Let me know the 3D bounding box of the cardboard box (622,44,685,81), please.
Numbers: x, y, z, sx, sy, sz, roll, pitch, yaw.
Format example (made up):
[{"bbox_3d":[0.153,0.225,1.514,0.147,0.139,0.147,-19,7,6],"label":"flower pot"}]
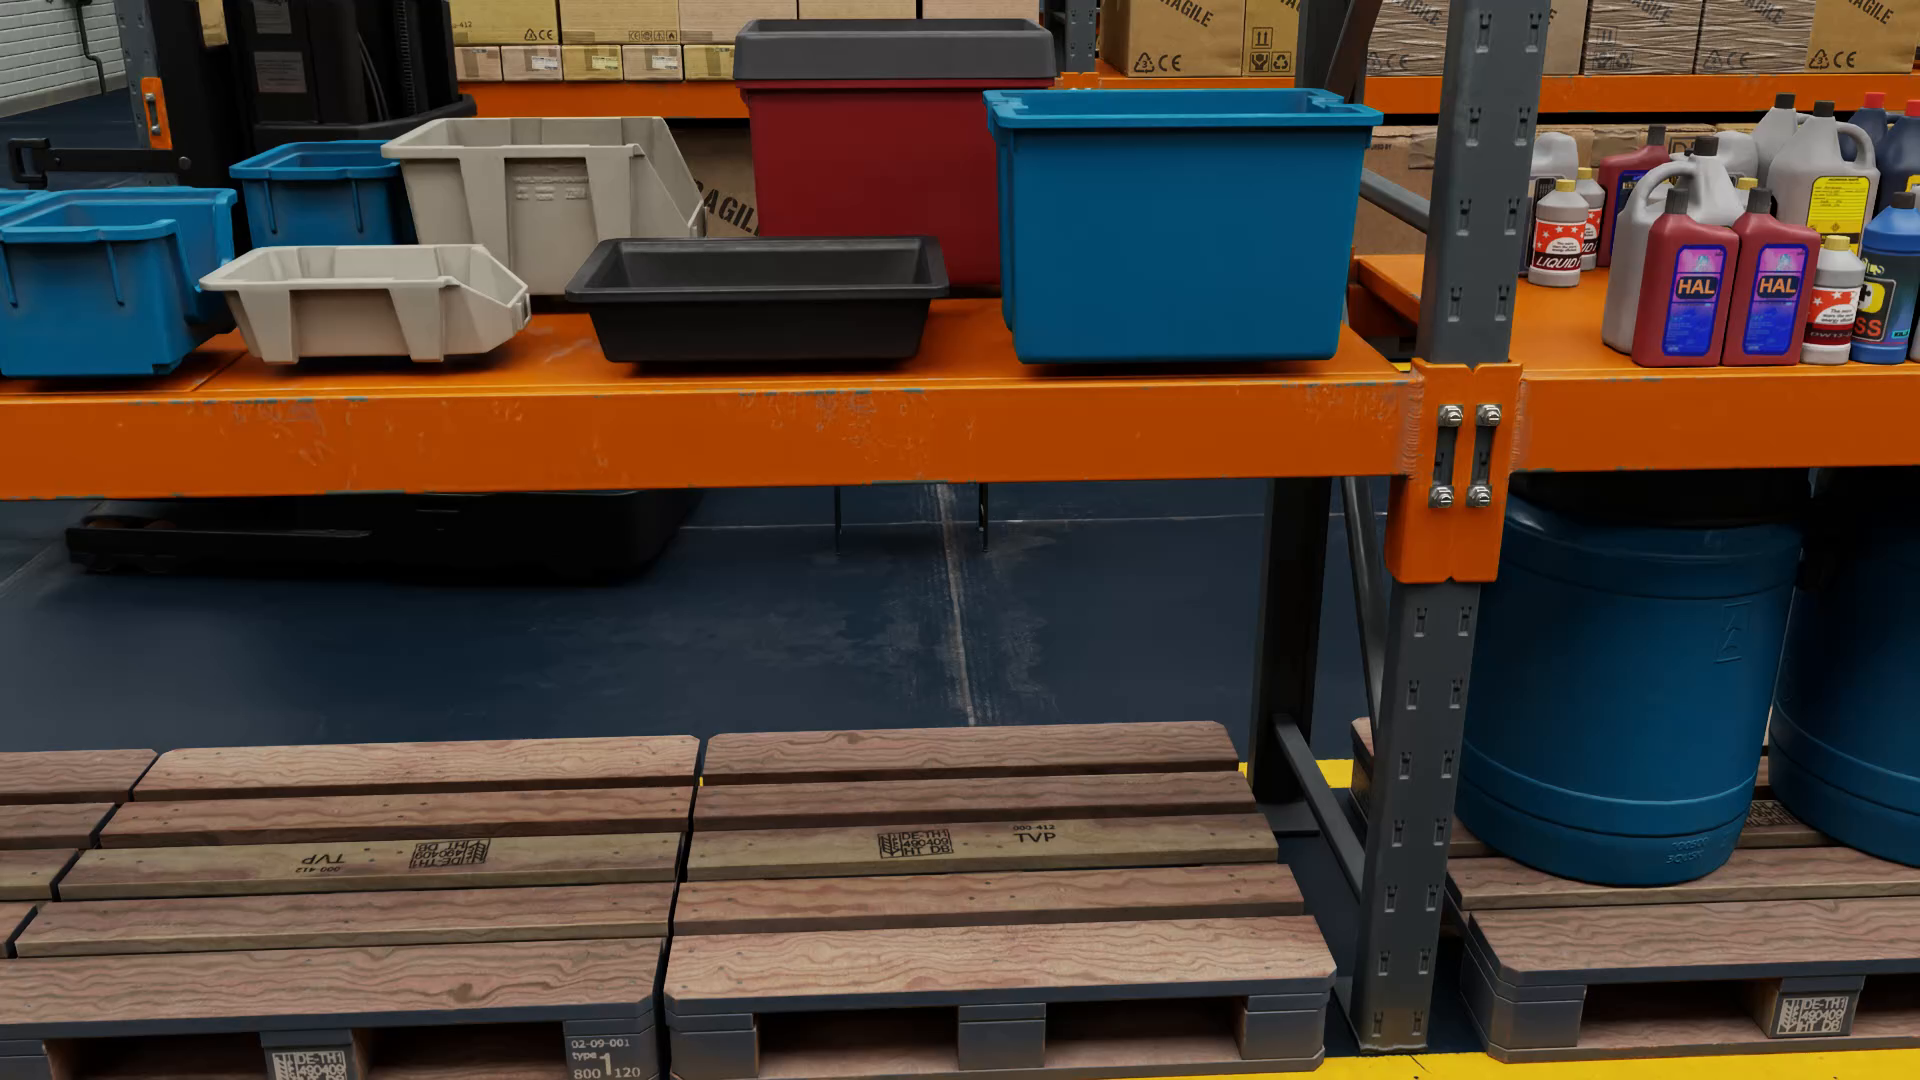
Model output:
[{"bbox_3d":[-1.325,-2.109,7.297,0.250,0.149,0.380,-1,21,-2],"label":"cardboard box"}]

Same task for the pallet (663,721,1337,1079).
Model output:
[{"bbox_3d":[0.049,0.712,3.455,1.213,0.211,1.003,-1,21,-3],"label":"pallet"}]

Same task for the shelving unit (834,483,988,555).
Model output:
[{"bbox_3d":[-0.165,-0.557,5.399,0.503,1.200,0.258,-1,21,-3],"label":"shelving unit"}]

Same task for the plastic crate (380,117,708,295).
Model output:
[{"bbox_3d":[-0.755,-0.627,3.135,0.530,0.282,0.437,-1,21,-3],"label":"plastic crate"}]

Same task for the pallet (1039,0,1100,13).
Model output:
[{"bbox_3d":[1.087,-4.018,12.228,1.213,0.211,1.003,-1,21,-3],"label":"pallet"}]

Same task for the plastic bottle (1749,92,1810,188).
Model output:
[{"bbox_3d":[1.679,-0.732,3.397,0.185,0.351,0.144,-1,21,-3],"label":"plastic bottle"}]

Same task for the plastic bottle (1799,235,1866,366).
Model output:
[{"bbox_3d":[1.418,-0.395,2.721,0.097,0.201,0.097,0,21,0],"label":"plastic bottle"}]

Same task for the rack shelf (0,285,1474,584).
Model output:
[{"bbox_3d":[-1.216,-0.243,3.055,4.000,0.370,1.077,-1,21,-3],"label":"rack shelf"}]

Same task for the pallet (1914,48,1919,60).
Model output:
[{"bbox_3d":[5.197,-2.423,8.040,1.003,0.211,1.213,-1,21,-3],"label":"pallet"}]

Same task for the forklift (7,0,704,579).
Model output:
[{"bbox_3d":[-2.439,-1.447,5.302,3.031,2.935,1.130,2,21,5],"label":"forklift"}]

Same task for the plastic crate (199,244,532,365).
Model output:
[{"bbox_3d":[-0.941,-0.383,2.697,0.466,0.136,0.293,-1,21,-3],"label":"plastic crate"}]

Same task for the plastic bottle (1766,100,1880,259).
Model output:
[{"bbox_3d":[1.688,-0.681,3.263,0.185,0.351,0.144,-1,21,-3],"label":"plastic bottle"}]

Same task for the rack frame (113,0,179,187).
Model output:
[{"bbox_3d":[-3.496,-2.298,7.442,0.127,3.000,1.000,-1,21,-3],"label":"rack frame"}]

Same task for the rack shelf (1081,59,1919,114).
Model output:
[{"bbox_3d":[2.494,-2.084,7.890,4.000,0.370,1.077,-1,21,-3],"label":"rack shelf"}]

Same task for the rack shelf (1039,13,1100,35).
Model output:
[{"bbox_3d":[2.312,-3.848,12.523,4.000,0.370,1.077,-1,21,-3],"label":"rack shelf"}]

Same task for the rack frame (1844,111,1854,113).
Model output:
[{"bbox_3d":[4.491,-2.461,7.869,0.127,3.000,1.000,-1,21,-3],"label":"rack frame"}]

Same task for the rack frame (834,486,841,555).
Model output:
[{"bbox_3d":[-0.409,-0.552,5.386,0.015,1.200,0.240,-1,21,-3],"label":"rack frame"}]

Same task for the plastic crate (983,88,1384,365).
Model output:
[{"bbox_3d":[0.334,-0.510,2.683,0.575,0.384,0.392,-1,21,-3],"label":"plastic crate"}]

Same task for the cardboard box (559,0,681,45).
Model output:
[{"bbox_3d":[-1.460,-2.315,7.279,0.500,0.250,0.500,-2,21,-4],"label":"cardboard box"}]

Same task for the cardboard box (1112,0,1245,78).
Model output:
[{"bbox_3d":[0.971,-2.347,7.429,0.500,0.500,0.500,-1,21,-3],"label":"cardboard box"}]

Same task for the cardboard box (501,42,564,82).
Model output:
[{"bbox_3d":[-1.839,-2.098,7.269,0.250,0.149,0.380,-1,21,-4],"label":"cardboard box"}]

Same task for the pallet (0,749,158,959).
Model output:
[{"bbox_3d":[-2.387,0.761,3.325,1.213,0.211,1.003,-1,21,-3],"label":"pallet"}]

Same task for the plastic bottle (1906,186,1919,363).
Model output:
[{"bbox_3d":[1.630,-0.444,2.745,0.135,0.276,0.152,-1,21,-3],"label":"plastic bottle"}]

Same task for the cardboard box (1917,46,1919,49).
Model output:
[{"bbox_3d":[7.688,-3.406,12.924,0.750,0.750,1.050,-1,21,-3],"label":"cardboard box"}]

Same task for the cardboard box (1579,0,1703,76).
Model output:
[{"bbox_3d":[2.996,-2.390,7.542,0.500,0.500,0.500,-2,21,-5],"label":"cardboard box"}]

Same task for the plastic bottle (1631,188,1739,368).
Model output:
[{"bbox_3d":[1.171,-0.422,2.676,0.133,0.283,0.061,-1,21,-3],"label":"plastic bottle"}]

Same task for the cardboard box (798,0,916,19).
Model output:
[{"bbox_3d":[-0.445,-2.335,7.331,0.500,0.250,0.500,-1,21,-1],"label":"cardboard box"}]

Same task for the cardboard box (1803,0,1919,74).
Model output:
[{"bbox_3d":[4.013,-2.410,7.593,0.500,0.500,0.500,-1,21,-1],"label":"cardboard box"}]

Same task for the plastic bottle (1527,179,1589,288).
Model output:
[{"bbox_3d":[1.181,-0.606,3.277,0.097,0.201,0.097,0,21,0],"label":"plastic bottle"}]

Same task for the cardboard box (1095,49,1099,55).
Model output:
[{"bbox_3d":[1.045,-3.627,12.801,0.500,0.250,0.500,-2,21,-4],"label":"cardboard box"}]

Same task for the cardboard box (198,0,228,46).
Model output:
[{"bbox_3d":[-3.001,-2.281,7.189,0.500,0.250,0.500,-2,21,-4],"label":"cardboard box"}]

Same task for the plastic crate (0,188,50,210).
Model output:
[{"bbox_3d":[-1.633,-0.404,2.616,0.300,0.233,0.416,-1,21,-3],"label":"plastic crate"}]

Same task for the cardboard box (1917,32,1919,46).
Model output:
[{"bbox_3d":[10.102,-5.277,17.486,0.500,0.500,0.500,-2,21,-4],"label":"cardboard box"}]

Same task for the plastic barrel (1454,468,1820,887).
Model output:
[{"bbox_3d":[1.325,0.159,3.346,0.708,0.901,0.600,-1,21,-3],"label":"plastic barrel"}]

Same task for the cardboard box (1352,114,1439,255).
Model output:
[{"bbox_3d":[2.028,-1.621,8.060,0.875,0.875,1.225,-2,21,-5],"label":"cardboard box"}]

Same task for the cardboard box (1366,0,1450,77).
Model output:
[{"bbox_3d":[1.973,-2.367,7.483,0.500,0.500,0.500,-2,21,-4],"label":"cardboard box"}]

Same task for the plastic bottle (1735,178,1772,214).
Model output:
[{"bbox_3d":[1.546,-0.614,3.296,0.097,0.201,0.097,0,21,0],"label":"plastic bottle"}]

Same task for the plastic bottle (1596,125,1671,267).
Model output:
[{"bbox_3d":[1.384,-0.709,3.432,0.133,0.283,0.061,-1,21,-3],"label":"plastic bottle"}]

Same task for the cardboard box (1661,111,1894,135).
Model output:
[{"bbox_3d":[3.801,-1.657,8.155,0.875,0.875,1.225,-2,21,-6],"label":"cardboard box"}]

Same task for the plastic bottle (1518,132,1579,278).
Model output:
[{"bbox_3d":[1.156,-0.685,3.379,0.135,0.276,0.152,-1,21,-3],"label":"plastic bottle"}]
